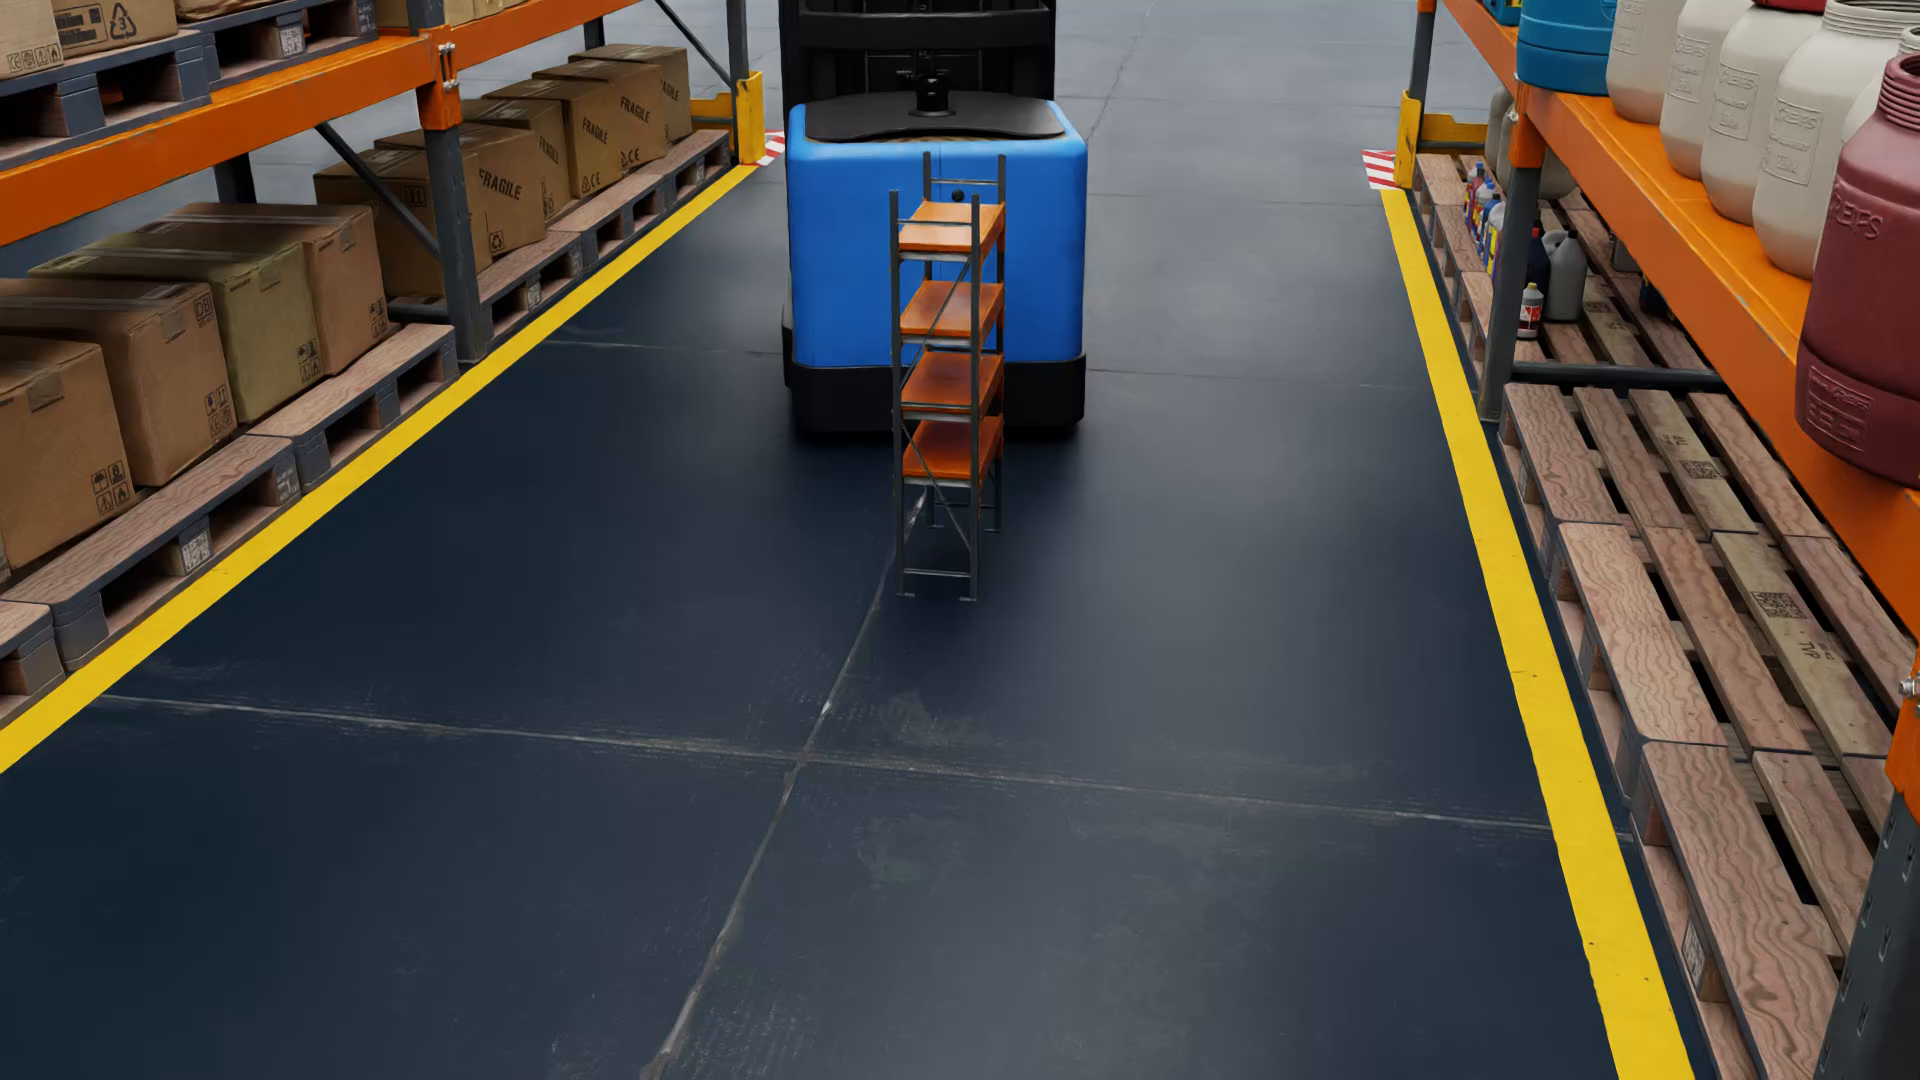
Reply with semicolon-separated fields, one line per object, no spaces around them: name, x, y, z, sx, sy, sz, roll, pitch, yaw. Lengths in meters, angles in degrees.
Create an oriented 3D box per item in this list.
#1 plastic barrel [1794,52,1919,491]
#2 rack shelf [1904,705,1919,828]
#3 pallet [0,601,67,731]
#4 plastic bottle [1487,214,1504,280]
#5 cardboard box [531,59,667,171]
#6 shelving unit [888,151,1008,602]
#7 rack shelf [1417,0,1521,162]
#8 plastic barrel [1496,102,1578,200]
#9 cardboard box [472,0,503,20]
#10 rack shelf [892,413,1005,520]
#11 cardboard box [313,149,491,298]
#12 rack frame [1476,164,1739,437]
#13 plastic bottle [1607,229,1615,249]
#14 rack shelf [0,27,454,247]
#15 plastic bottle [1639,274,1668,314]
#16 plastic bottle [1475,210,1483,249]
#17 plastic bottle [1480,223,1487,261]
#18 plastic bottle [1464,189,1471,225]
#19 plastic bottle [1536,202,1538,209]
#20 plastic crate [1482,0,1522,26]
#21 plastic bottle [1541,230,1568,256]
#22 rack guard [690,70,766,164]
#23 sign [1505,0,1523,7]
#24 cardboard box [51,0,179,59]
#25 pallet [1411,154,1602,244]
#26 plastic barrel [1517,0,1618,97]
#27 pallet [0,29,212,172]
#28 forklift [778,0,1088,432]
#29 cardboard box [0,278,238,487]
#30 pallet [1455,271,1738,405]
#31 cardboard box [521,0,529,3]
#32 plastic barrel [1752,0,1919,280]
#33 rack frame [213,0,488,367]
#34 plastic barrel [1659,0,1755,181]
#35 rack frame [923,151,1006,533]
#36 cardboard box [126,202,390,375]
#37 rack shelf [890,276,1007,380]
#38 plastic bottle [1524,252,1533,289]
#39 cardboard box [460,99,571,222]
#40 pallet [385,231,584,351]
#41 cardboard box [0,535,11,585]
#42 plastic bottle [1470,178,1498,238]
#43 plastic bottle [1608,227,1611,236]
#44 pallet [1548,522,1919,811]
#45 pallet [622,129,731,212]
plastic barrel;1.556;-0.384;2.372;0.600;0.536;0.708;4;25;9
rack shelf;1.453;1.055;0.307;1.077;0.370;4.000;4;25;9
pallet;-2.978;0.486;3.963;1.003;0.211;1.213;4;25;9
plastic bottle;2.338;-1.285;7.062;0.144;0.351;0.185;4;25;8
cardboard box;-1.982;-2.342;9.169;0.500;0.500;0.500;11;27;22
shelving unit;-0.027;-0.474;4.848;0.258;1.200;0.503;4;25;9
rack shelf;2.760;-2.291;7.455;1.077;0.370;4.000;4;25;9
plastic barrel;2.973;-2.027;8.480;0.421;0.512;0.421;0;25;0
cardboard box;-2.068;-2.182;6.671;0.380;0.149;0.250;4;25;9
rack shelf;-0.027;-0.233;4.960;0.258;0.148;0.480;4;25;9
cardboard box;-2.348;-1.346;7.041;0.500;0.500;0.500;3;25;7
rack frame;2.433;-1.780;5.515;1.000;3.000;0.127;4;25;9
plastic bottle;3.002;-1.426;7.540;0.097;0.201;0.097;0;25;0
rack shelf;-2.780;-0.961;4.614;1.077;0.370;4.000;4;25;9
plastic bottle;2.832;-1.099;6.665;0.144;0.351;0.185;4;25;9
plastic bottle;2.395;-1.422;7.531;0.097;0.201;0.097;0;25;0
plastic bottle;2.361;-1.336;7.348;0.097;0.201;0.097;0;25;0
plastic bottle;2.466;-1.605;7.923;0.097;0.201;0.097;0;25;0
plastic bottle;2.474;-1.315;7.205;0.061;0.283;0.133;4;25;9
plastic crate;2.346;-2.195;6.576;0.499;0.251;0.616;4;25;9
plastic bottle;2.436;-1.116;6.789;0.152;0.276;0.135;4;25;9
rack guard;-1.812;-2.633;10.284;1.175;0.500;0.348;4;25;9
sign;1.892;-1.948;5.548;0.100;0.325;0.005;4;25;9
cardboard box;-2.645;-1.629;4.575;0.797;0.503;0.637;7;26;14
pallet;2.983;-1.816;8.880;1.003;0.211;1.213;4;25;9
plastic barrel;2.071;-1.867;5.109;0.600;0.901;0.708;4;25;9
pallet;-2.824;-1.194;4.490;1.003;0.211;1.213;4;25;9
forklift;-0.188;-2.298;6.702;1.130;2.935;3.031;-2;25;-4
cardboard box;-2.762;-0.503;5.216;0.700;0.500;0.500;2;25;4
pallet;2.584;-0.795;6.700;1.003;0.211;1.213;4;25;9
cardboard box;-2.023;-2.394;7.123;0.380;0.149;0.250;4;25;9
plastic barrel;1.806;-0.779;3.245;0.421;0.512;0.421;0;25;0
rack frame;-2.453;-2.123;6.248;1.000;3.000;0.127;4;25;9
plastic barrel;1.941;-1.150;4.008;0.433;0.535;0.433;0;25;0
rack frame;0.013;-0.576;5.066;0.240;1.200;0.015;4;25;9
cardboard box;-2.575;-0.935;6.140;0.700;0.500;0.500;2;25;4
rack shelf;-0.027;-0.616;4.781;0.258;0.148;0.480;4;25;9
plastic bottle;2.186;-0.973;6.476;0.061;0.283;0.133;5;26;11
cardboard box;-2.238;-1.851;8.120;0.500;0.500;0.500;2;25;4
pallet;-2.378;-1.144;7.445;1.003;0.211;1.213;4;25;9
cardboard box;-2.939;-0.032;4.210;0.700;0.500;0.500;2;25;4
plastic bottle;2.427;-1.537;7.694;0.097;0.271;0.097;0;25;0
plastic bottle;3.046;-1.527;7.660;0.061;0.283;0.133;4;25;9
pallet;2.146;0.325;4.306;1.003;0.211;1.213;4;25;9
pallet;-1.980;-2.164;9.625;1.003;0.211;1.213;4;25;9
